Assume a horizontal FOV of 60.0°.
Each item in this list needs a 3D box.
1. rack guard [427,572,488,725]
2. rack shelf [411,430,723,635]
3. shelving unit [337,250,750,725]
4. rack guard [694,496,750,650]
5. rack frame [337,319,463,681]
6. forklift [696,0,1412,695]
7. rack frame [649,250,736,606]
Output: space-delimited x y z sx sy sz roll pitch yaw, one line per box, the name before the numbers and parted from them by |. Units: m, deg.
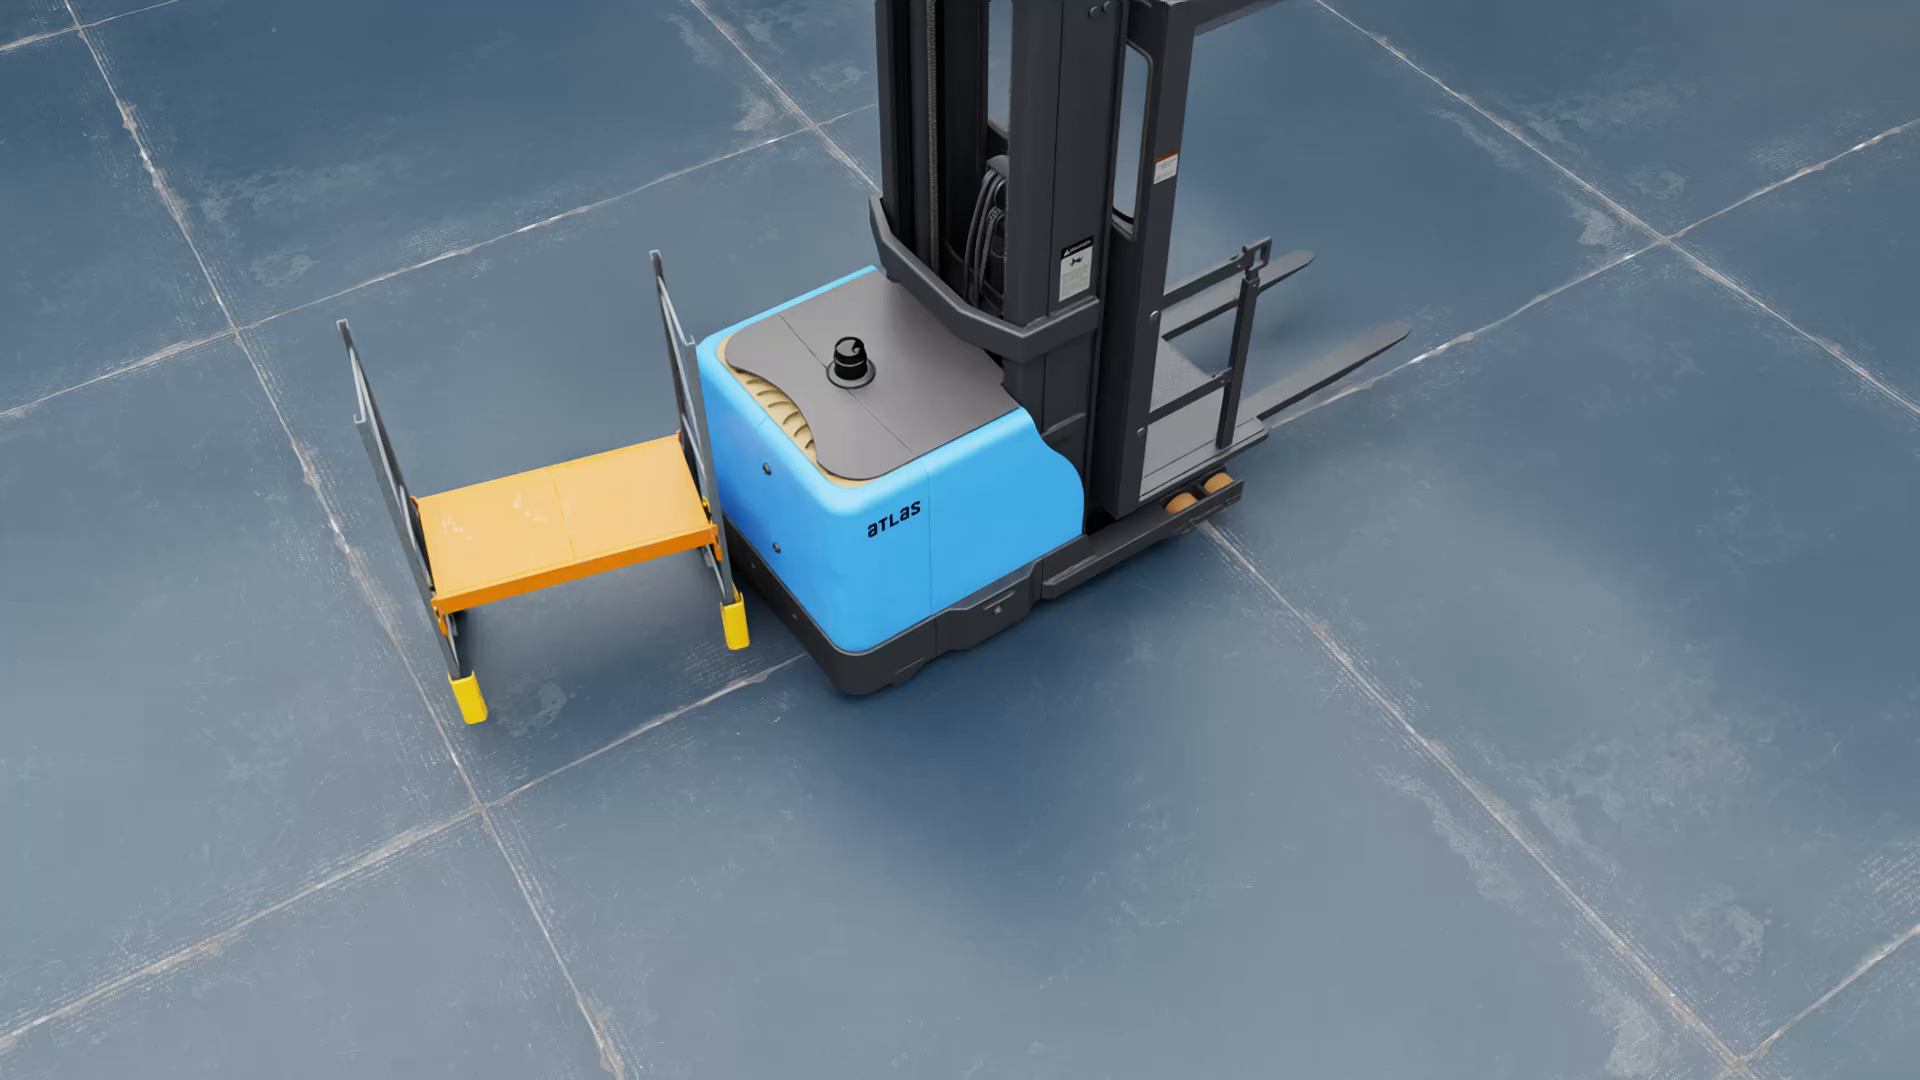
rack guard | -1.871 0.381 6.188 0.087 0.250 0.587 -15 50 -13
rack shelf | -1.412 -0.041 5.968 1.000 0.185 0.538 -15 50 -13
shelving unit | -1.404 -0.163 5.836 1.083 1.500 0.587 -15 50 -13
rack guard | -0.937 0.124 6.418 0.087 0.250 0.587 -15 50 -13
rack frame | -1.889 -0.029 5.717 0.032 1.500 0.500 -15 50 -13
forklift | 0.537 -1.298 5.889 3.031 2.935 1.130 -28 54 -23
rack frame | -0.935 -0.292 5.951 0.032 1.500 0.500 -15 50 -13
